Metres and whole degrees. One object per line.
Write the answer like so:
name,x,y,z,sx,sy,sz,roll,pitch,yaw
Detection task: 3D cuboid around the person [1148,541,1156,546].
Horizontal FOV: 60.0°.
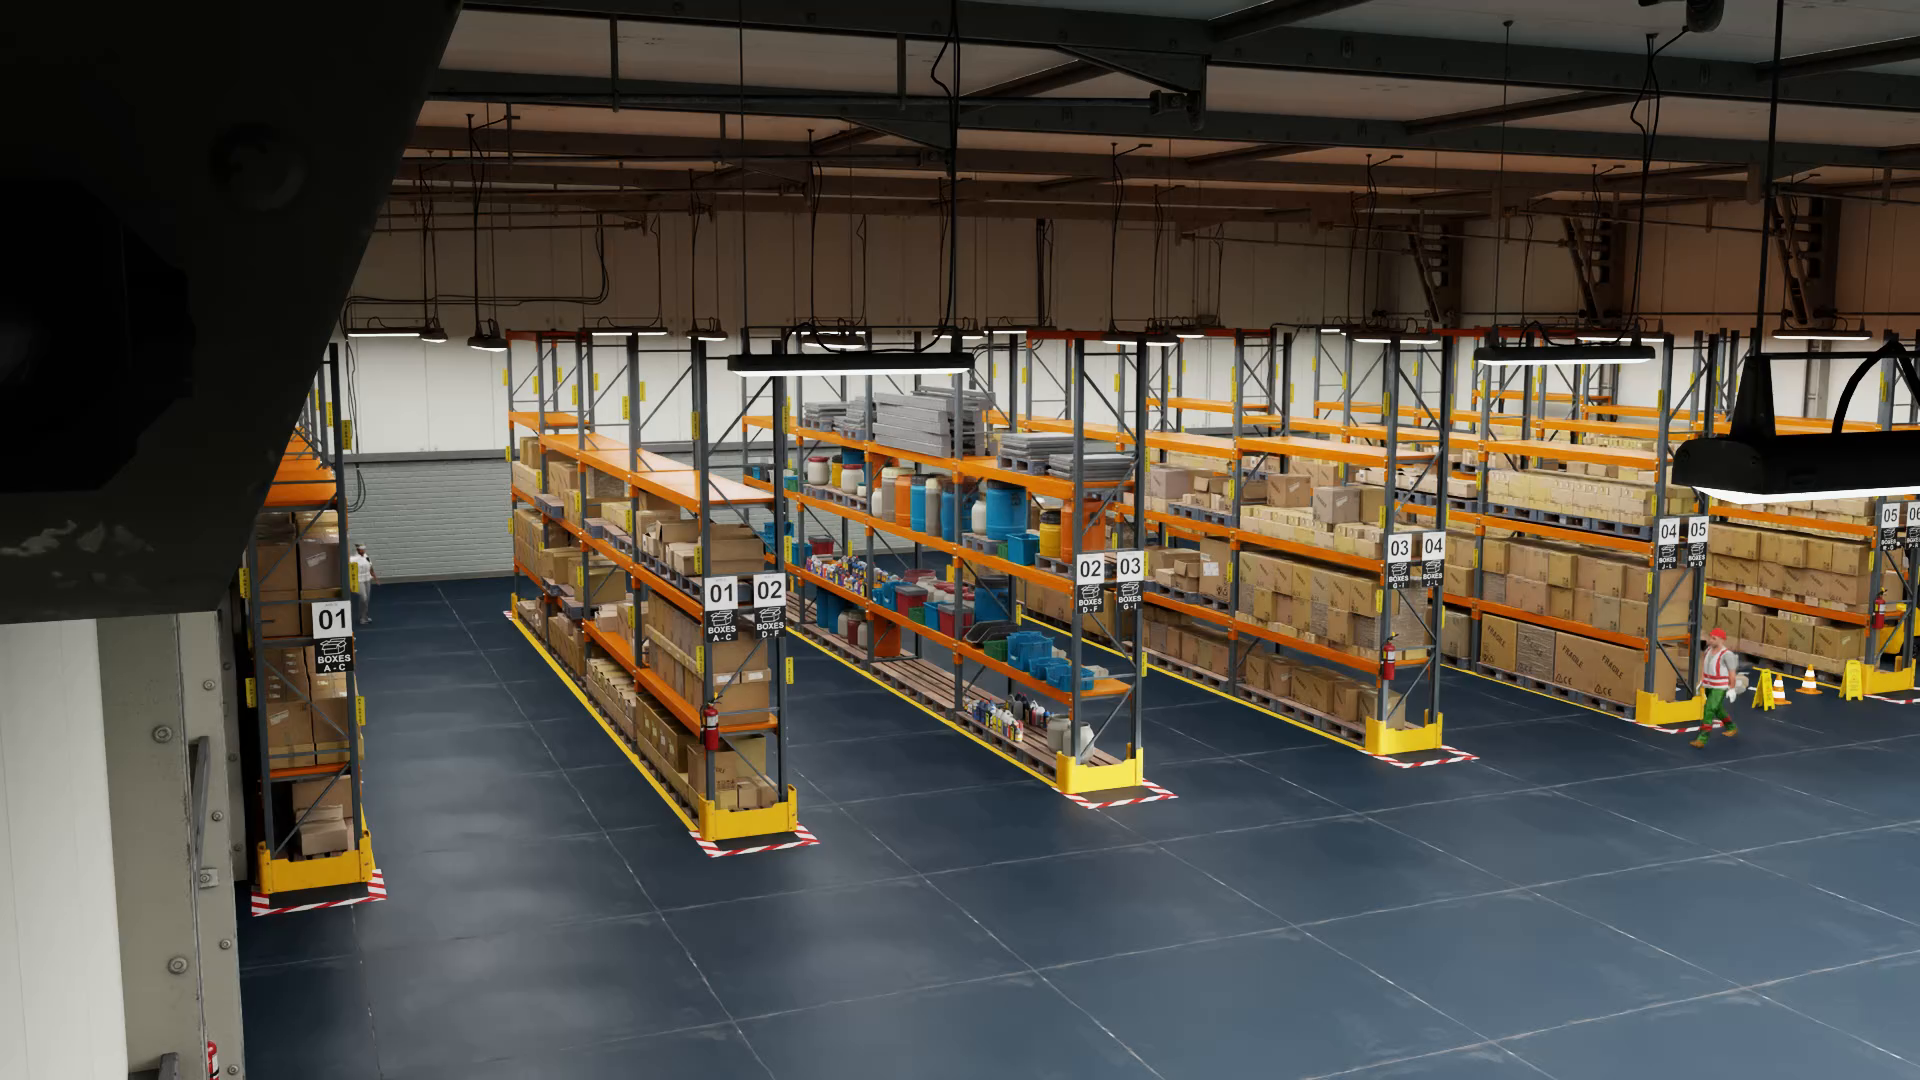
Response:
person,3.977,0.866,34.405,0.381,1.695,0.526,7,11,43

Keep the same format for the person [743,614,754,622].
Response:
person,-3.764,1.434,29.646,0.591,1.730,1.098,-4,9,-26

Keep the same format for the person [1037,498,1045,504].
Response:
person,2.020,-0.210,41.704,0.595,1.713,1.069,-3,8,-20

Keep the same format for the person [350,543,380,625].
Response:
person,-12.213,0.895,34.020,0.491,1.714,0.502,5,9,30

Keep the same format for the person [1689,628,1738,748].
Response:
person,11.110,2.155,24.393,1.075,1.748,0.536,-3,8,-22
